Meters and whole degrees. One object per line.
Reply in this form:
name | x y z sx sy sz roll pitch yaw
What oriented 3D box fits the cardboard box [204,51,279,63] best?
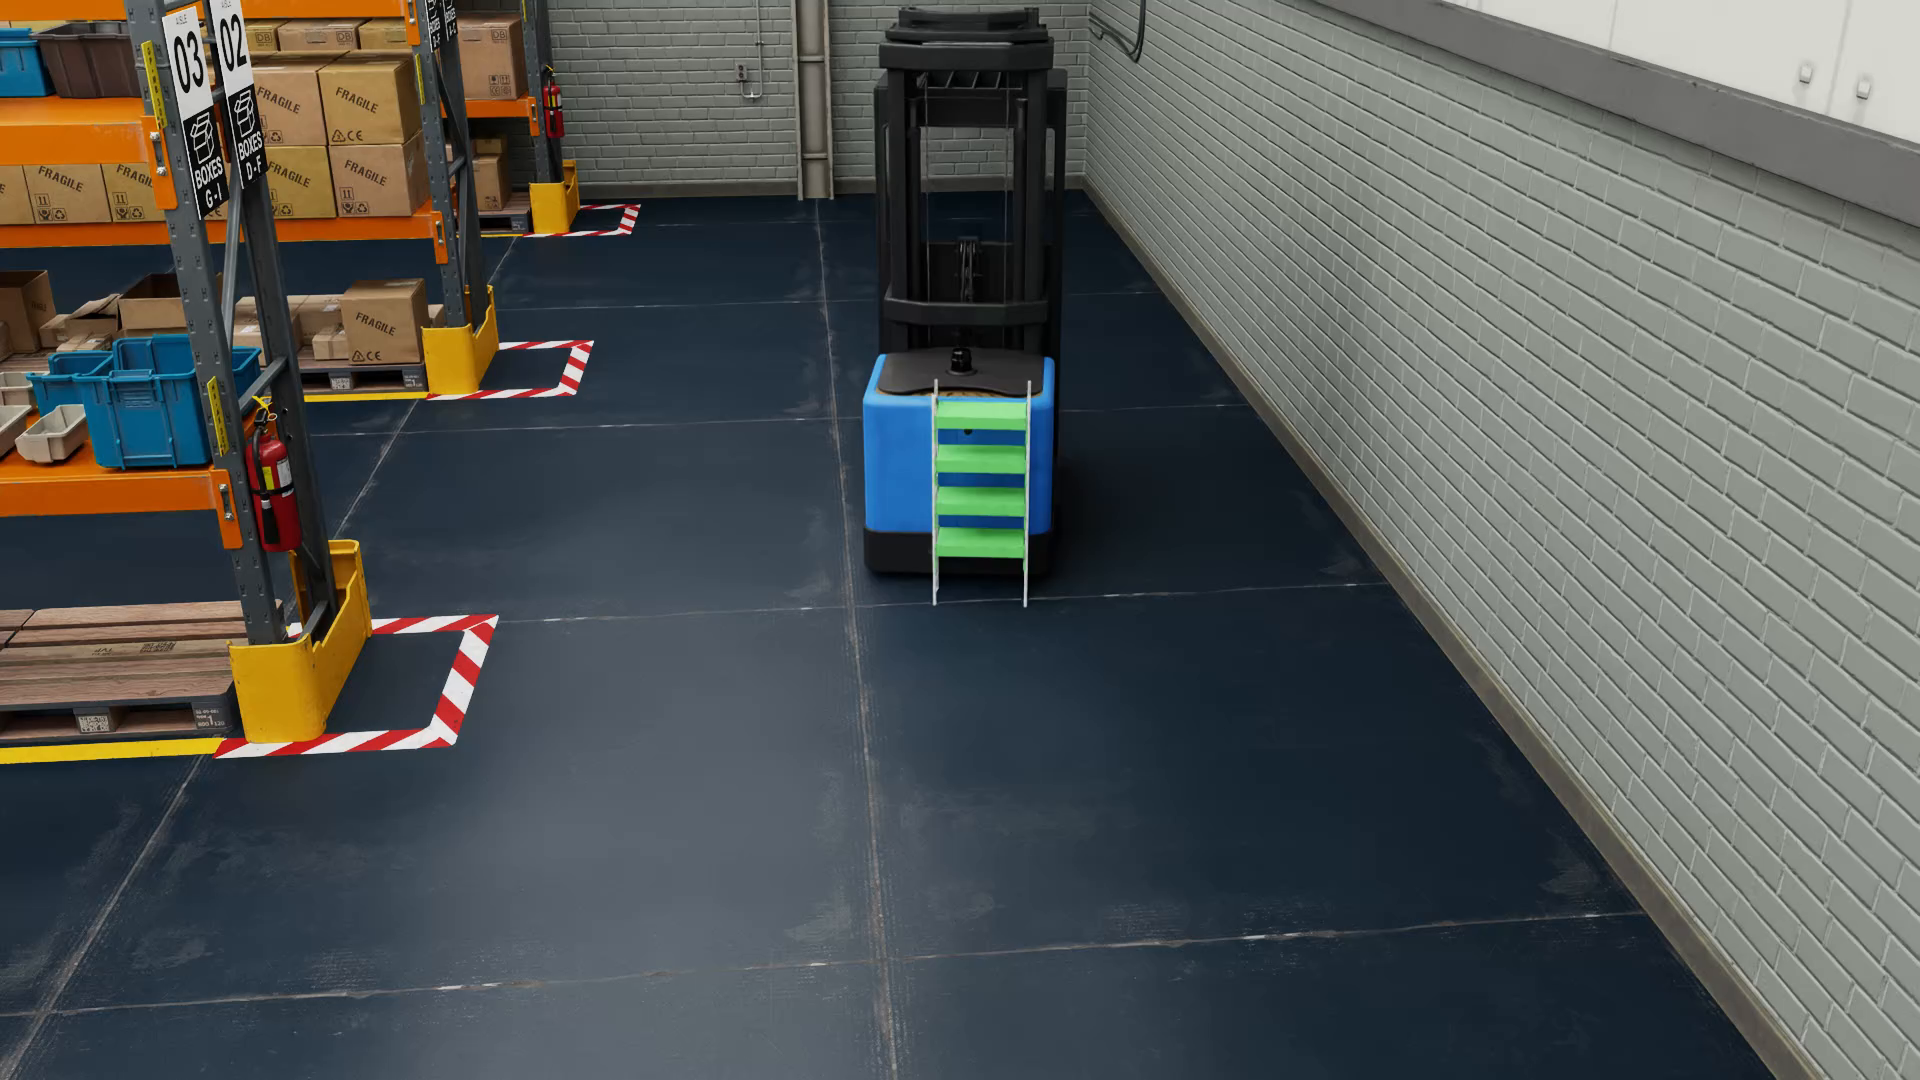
cardboard box | -5.173 -3.220 11.947 0.500 0.500 0.500 -2 24 -4

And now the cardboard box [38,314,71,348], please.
cardboard box | -6.762 -1.585 12.592 0.250 0.149 0.380 -2 24 -5

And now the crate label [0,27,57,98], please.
crate label | -4.155 -2.064 7.192 0.502 0.251 0.408 -2 24 -5

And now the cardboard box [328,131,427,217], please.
cardboard box | -4.107 -2.588 11.756 0.500 0.500 0.500 -2 24 -4

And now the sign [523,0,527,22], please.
sign | -4.139 -5.090 15.791 0.005 0.325 0.100 -2 24 -5

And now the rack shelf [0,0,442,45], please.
rack shelf | -5.678 -3.632 11.422 4.000 0.370 1.077 -2 24 -5

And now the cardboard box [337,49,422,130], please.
cardboard box | -4.155 -3.262 12.041 0.500 0.500 0.500 -2 24 -4

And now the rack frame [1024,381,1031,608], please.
rack frame | 0.356 -0.231 8.791 0.015 1.200 0.240 1 24 3

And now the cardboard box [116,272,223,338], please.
cardboard box | -5.799 -1.648 12.296 0.637 0.503 0.797 -2 24 -5

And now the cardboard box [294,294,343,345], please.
cardboard box | -4.755 -1.688 12.698 0.500 0.250 0.500 -2 24 -5

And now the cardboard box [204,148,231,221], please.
cardboard box | -5.120 -2.548 11.667 0.500 0.500 0.500 -2 24 -5

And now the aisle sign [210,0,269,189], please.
aisle sign | -3.162 -1.979 7.308 0.004 0.787 0.394 -2 24 -5

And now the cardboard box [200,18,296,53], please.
cardboard box | -6.891 -4.692 16.243 0.700 0.700 0.980 -3 24 -6

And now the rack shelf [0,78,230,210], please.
rack shelf | -5.195 -1.630 6.917 4.000 0.370 1.077 -2 24 -5

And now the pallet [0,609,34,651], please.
pallet | -5.241 0.671 7.981 1.213 0.211 1.003 -2 24 -5

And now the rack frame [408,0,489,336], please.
rack frame | -3.688 -2.670 12.065 0.127 3.000 1.000 -2 24 -5

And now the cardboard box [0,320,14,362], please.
cardboard box | -7.230 -1.412 12.003 0.500 0.311 0.500 -2 24 -5

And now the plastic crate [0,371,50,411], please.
plastic crate | -4.485 -0.692 7.864 0.298 0.136 0.250 -2 24 -5

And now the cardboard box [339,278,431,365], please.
cardboard box | -4.205 -1.608 12.210 0.500 0.500 0.500 -2 24 -5

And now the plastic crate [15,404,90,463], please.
plastic crate | -3.999 -0.469 7.363 0.243 0.136 0.396 -2 24 -5

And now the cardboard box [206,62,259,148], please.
cardboard box | -5.122 -3.001 11.454 0.500 0.500 0.500 -2 24 -4

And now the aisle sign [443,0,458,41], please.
aisle sign | -3.649 -3.980 11.810 0.004 0.787 0.394 -2 24 -5

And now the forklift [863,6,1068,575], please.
forklift | 0.074 -1.703 9.972 1.130 2.935 3.031 1 24 3

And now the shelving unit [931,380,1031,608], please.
shelving unit | 0.112 -0.236 8.803 0.503 1.200 0.258 1 24 3

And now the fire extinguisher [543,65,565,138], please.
fire extinguisher | -3.983 -4.286 16.254 0.183 0.674 0.296 -2 24 -5

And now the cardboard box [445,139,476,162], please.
cardboard box | -4.975 -3.871 16.529 0.250 0.149 0.380 -3 24 -6

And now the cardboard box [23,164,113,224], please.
cardboard box | -6.127 -2.507 11.575 0.500 0.500 0.500 -2 24 -5

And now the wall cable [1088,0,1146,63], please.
wall cable | 1.485 -6.076 16.164 0.112 2.526 3.097 -2 24 -5

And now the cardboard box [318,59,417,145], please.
cardboard box | -4.104 -3.044 11.551 0.500 0.500 0.500 -3 24 -6

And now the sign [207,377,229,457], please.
sign | -3.135 -0.521 7.028 0.005 0.325 0.100 -2 24 -5

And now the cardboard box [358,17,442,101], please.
cardboard box | -5.408 -4.751 16.378 0.700 0.700 0.980 -2 24 -6

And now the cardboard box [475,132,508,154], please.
cardboard box | -4.761 -4.036 16.899 0.250 0.149 0.380 -2 24 -5

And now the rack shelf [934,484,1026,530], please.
rack shelf | 0.112 -0.177 8.829 0.480 0.148 0.258 1 24 3

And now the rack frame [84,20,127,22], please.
rack frame | -8.159 -4.513 16.210 0.127 3.000 1.000 -2 24 -5

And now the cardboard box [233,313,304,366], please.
cardboard box | -5.153 -1.468 12.203 0.500 0.250 0.500 -2 24 -5

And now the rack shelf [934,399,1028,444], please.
rack shelf | 0.112 -0.616 8.634 0.480 0.148 0.258 1 24 3

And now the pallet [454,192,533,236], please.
pallet | -4.967 -3.335 16.992 1.213 0.211 1.003 -2 24 -5

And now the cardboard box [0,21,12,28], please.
cardboard box | -9.109 -4.908 15.661 0.500 0.250 0.500 -2 24 -4

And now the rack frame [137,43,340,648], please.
rack frame | -3.205 -0.668 7.560 0.127 3.000 1.000 -2 24 -5

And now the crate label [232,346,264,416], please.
crate label | -3.483 -0.742 7.859 0.303 0.233 0.416 -2 24 -5

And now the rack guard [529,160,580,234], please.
rack guard | -4.155 -3.531 17.079 0.348 0.500 1.175 -2 24 -5

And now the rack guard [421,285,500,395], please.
rack guard | -3.764 -1.525 12.565 0.348 0.500 1.175 -2 24 -5

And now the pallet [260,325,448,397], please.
pallet | -4.557 -1.361 12.552 1.213 0.211 1.003 -2 24 -5
